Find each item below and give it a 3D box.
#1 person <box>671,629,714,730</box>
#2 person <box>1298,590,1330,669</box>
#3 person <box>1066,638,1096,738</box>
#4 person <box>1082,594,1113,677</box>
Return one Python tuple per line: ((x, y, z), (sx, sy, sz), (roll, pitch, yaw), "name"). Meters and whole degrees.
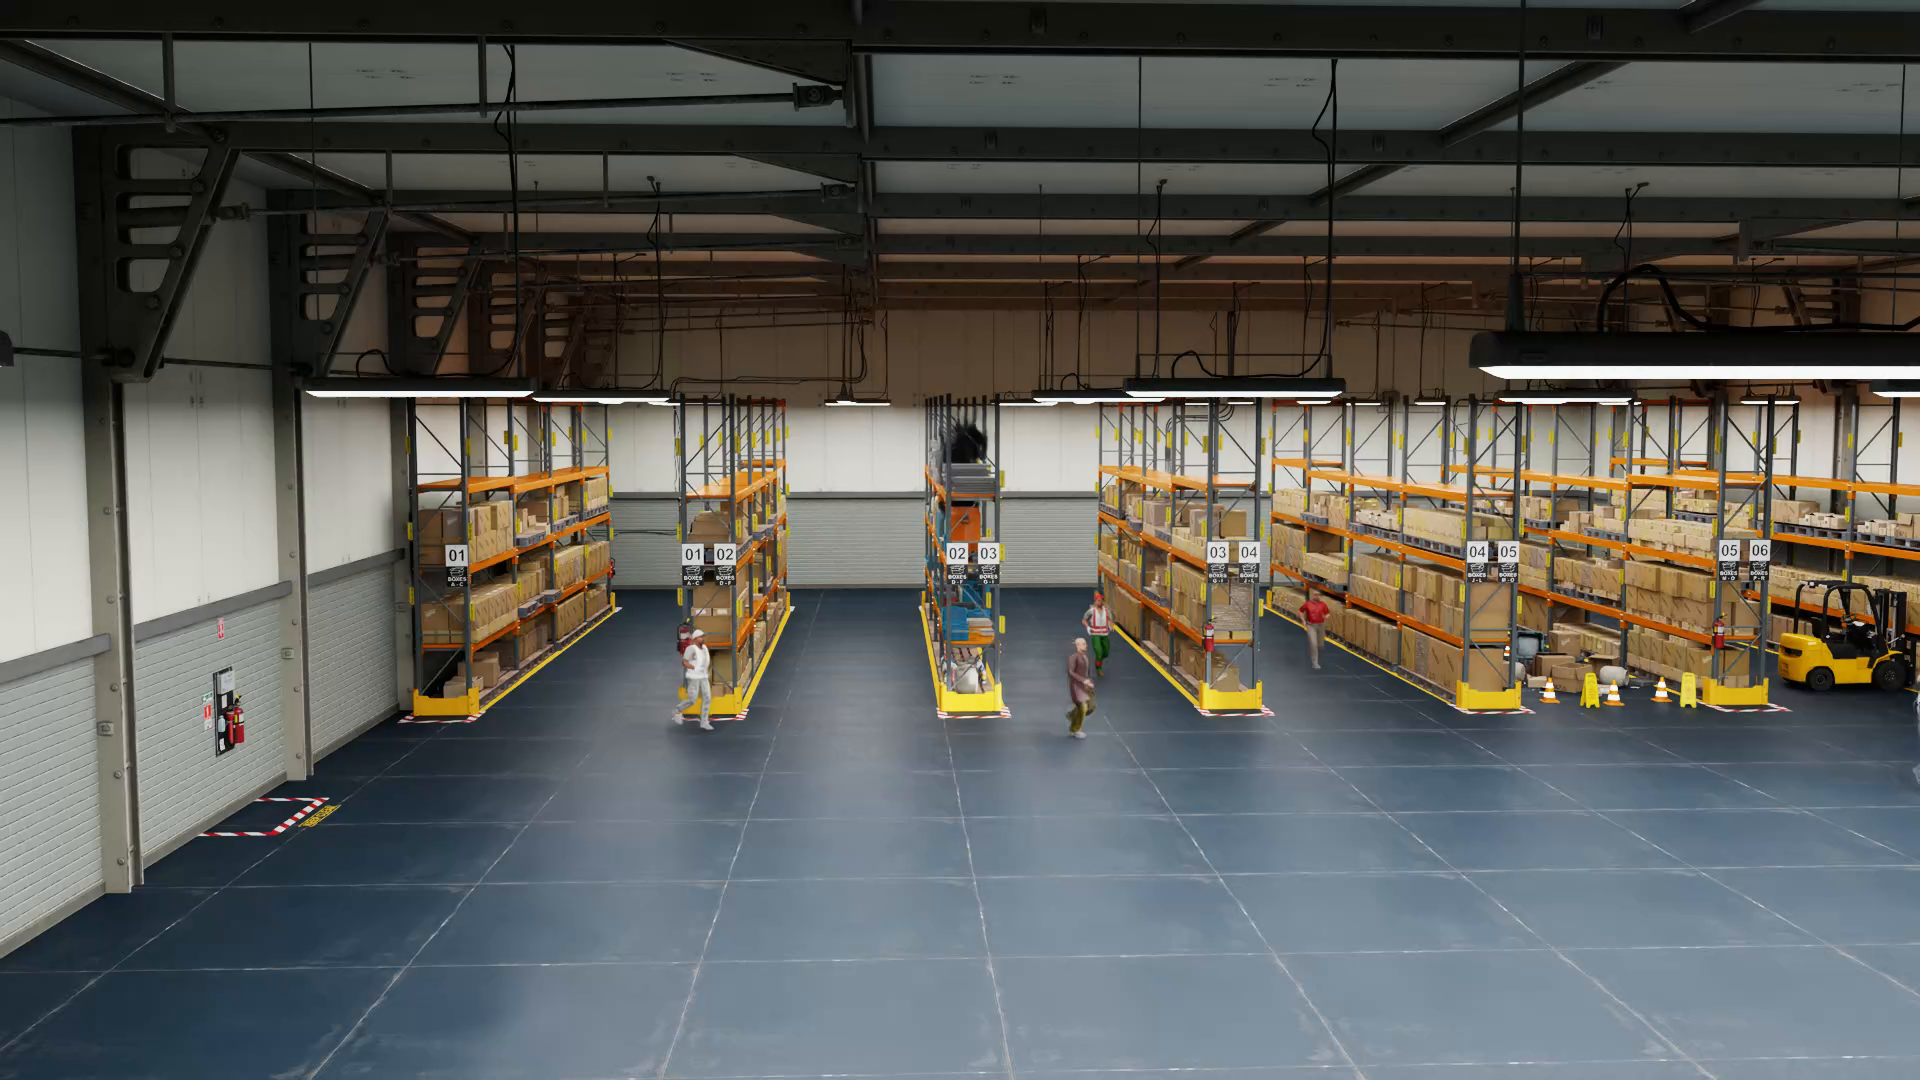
((-4.713, 2.484, 29.776), (0.908, 1.766, 0.698), (3, 5, 31), "person")
((7.851, 1.957, 36.757), (0.673, 1.699, 0.923), (-1, 5, -7), "person")
((2.103, 2.566, 29.019), (0.651, 1.736, 0.748), (3, 5, 31), "person")
((2.972, 2.034, 35.675), (0.661, 1.746, 0.767), (-1, 5, -13), "person")
